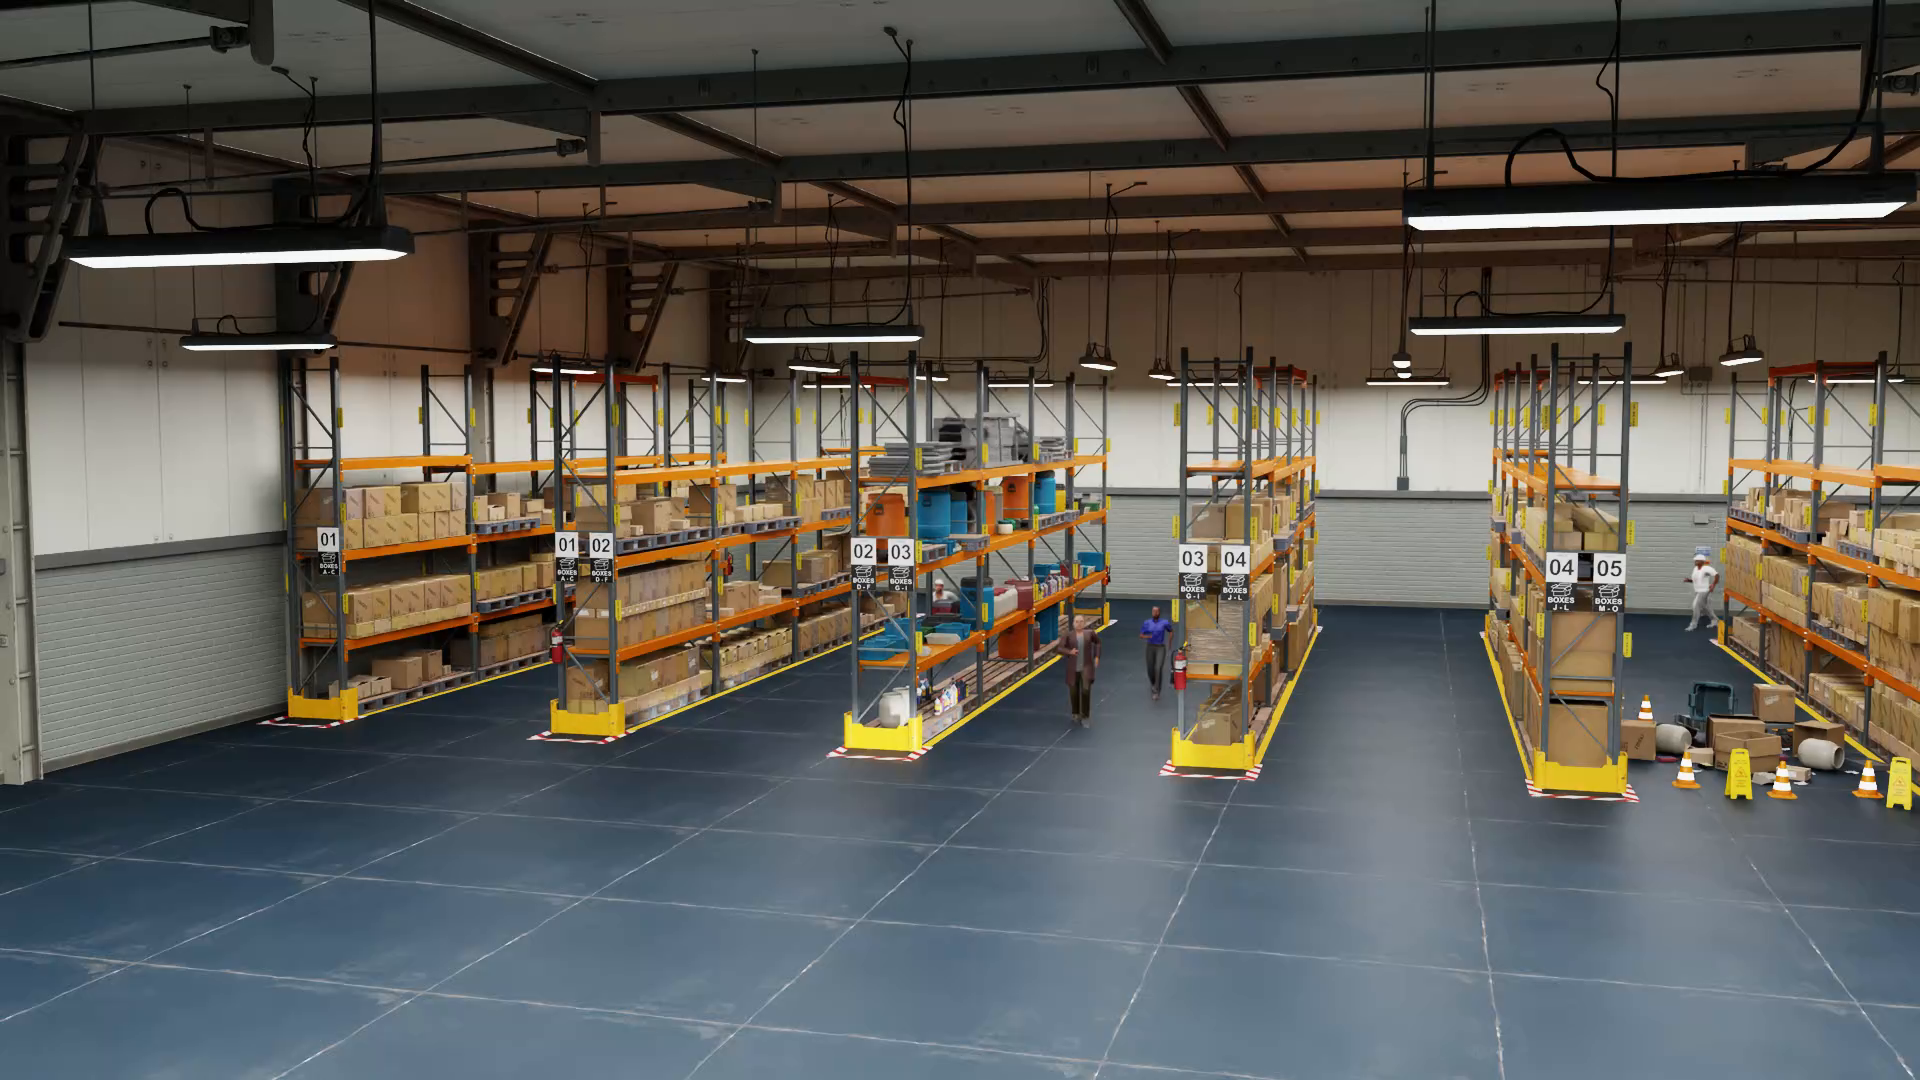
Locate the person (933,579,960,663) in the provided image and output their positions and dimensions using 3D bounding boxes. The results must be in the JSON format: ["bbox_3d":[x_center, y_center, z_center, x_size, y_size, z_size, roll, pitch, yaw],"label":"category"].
[{"bbox_3d":[-0.362,1.660,33.929,0.707,1.727,0.678,1,4,13],"label":"person"}]

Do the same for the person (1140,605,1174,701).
[{"bbox_3d":[3.493,1.980,29.628,0.575,1.645,0.938,1,4,15],"label":"person"}]

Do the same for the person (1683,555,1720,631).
[{"bbox_3d":[17.482,1.238,39.146,0.890,1.796,0.640,0,4,0],"label":"person"}]

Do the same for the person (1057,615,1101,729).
[{"bbox_3d":[1.930,2.139,26.995,0.709,1.856,0.839,0,4,4],"label":"person"}]
